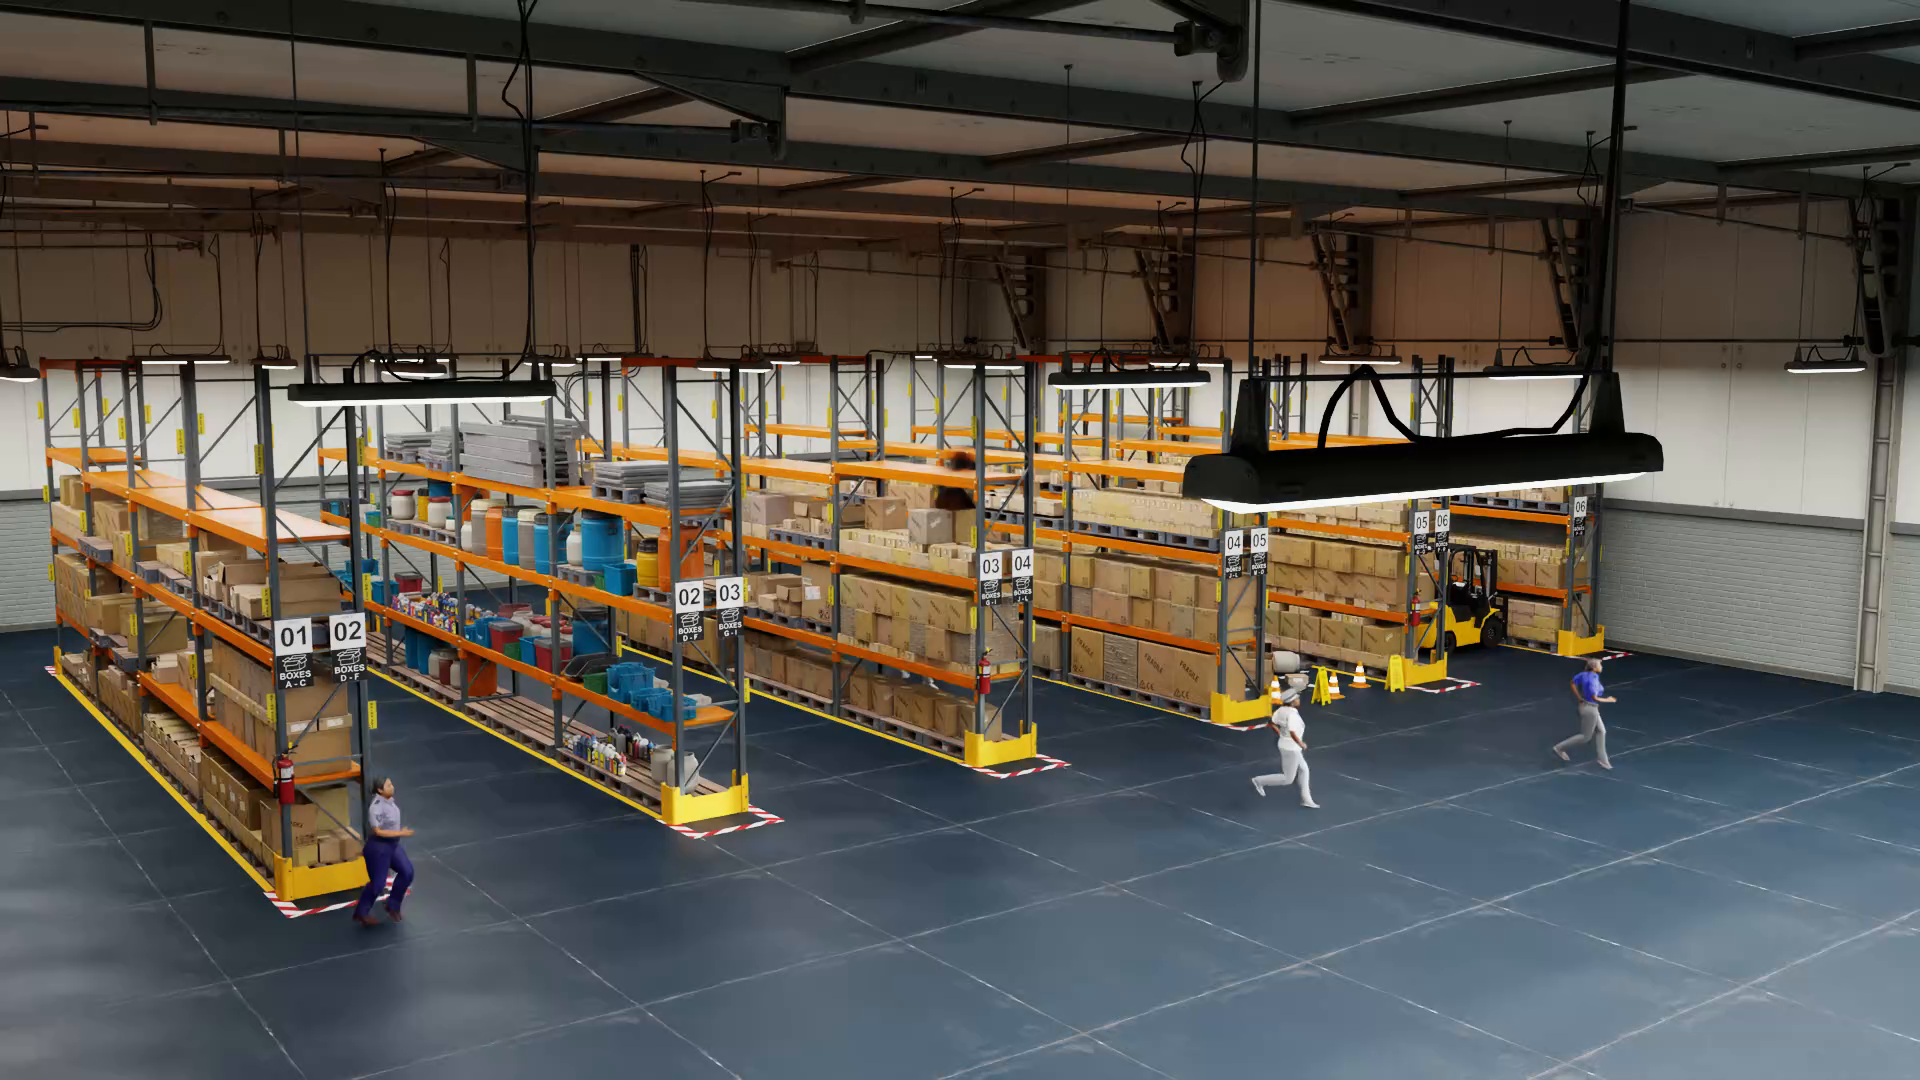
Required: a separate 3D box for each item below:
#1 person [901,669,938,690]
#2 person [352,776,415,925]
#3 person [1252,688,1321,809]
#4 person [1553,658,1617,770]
[{"bbox_3d":[-0.738,1.827,30.454,0.724,1.765,0.957,-6,9,-42],"label":"person"},{"bbox_3d":[-6.233,3.391,18.027,0.707,1.696,0.621,0,7,1],"label":"person"},{"bbox_3d":[4.423,2.835,22.481,0.982,1.694,0.555,0,7,-2],"label":"person"},{"bbox_3d":[9.271,2.583,24.639,0.894,1.701,0.608,1,7,6],"label":"person"}]
